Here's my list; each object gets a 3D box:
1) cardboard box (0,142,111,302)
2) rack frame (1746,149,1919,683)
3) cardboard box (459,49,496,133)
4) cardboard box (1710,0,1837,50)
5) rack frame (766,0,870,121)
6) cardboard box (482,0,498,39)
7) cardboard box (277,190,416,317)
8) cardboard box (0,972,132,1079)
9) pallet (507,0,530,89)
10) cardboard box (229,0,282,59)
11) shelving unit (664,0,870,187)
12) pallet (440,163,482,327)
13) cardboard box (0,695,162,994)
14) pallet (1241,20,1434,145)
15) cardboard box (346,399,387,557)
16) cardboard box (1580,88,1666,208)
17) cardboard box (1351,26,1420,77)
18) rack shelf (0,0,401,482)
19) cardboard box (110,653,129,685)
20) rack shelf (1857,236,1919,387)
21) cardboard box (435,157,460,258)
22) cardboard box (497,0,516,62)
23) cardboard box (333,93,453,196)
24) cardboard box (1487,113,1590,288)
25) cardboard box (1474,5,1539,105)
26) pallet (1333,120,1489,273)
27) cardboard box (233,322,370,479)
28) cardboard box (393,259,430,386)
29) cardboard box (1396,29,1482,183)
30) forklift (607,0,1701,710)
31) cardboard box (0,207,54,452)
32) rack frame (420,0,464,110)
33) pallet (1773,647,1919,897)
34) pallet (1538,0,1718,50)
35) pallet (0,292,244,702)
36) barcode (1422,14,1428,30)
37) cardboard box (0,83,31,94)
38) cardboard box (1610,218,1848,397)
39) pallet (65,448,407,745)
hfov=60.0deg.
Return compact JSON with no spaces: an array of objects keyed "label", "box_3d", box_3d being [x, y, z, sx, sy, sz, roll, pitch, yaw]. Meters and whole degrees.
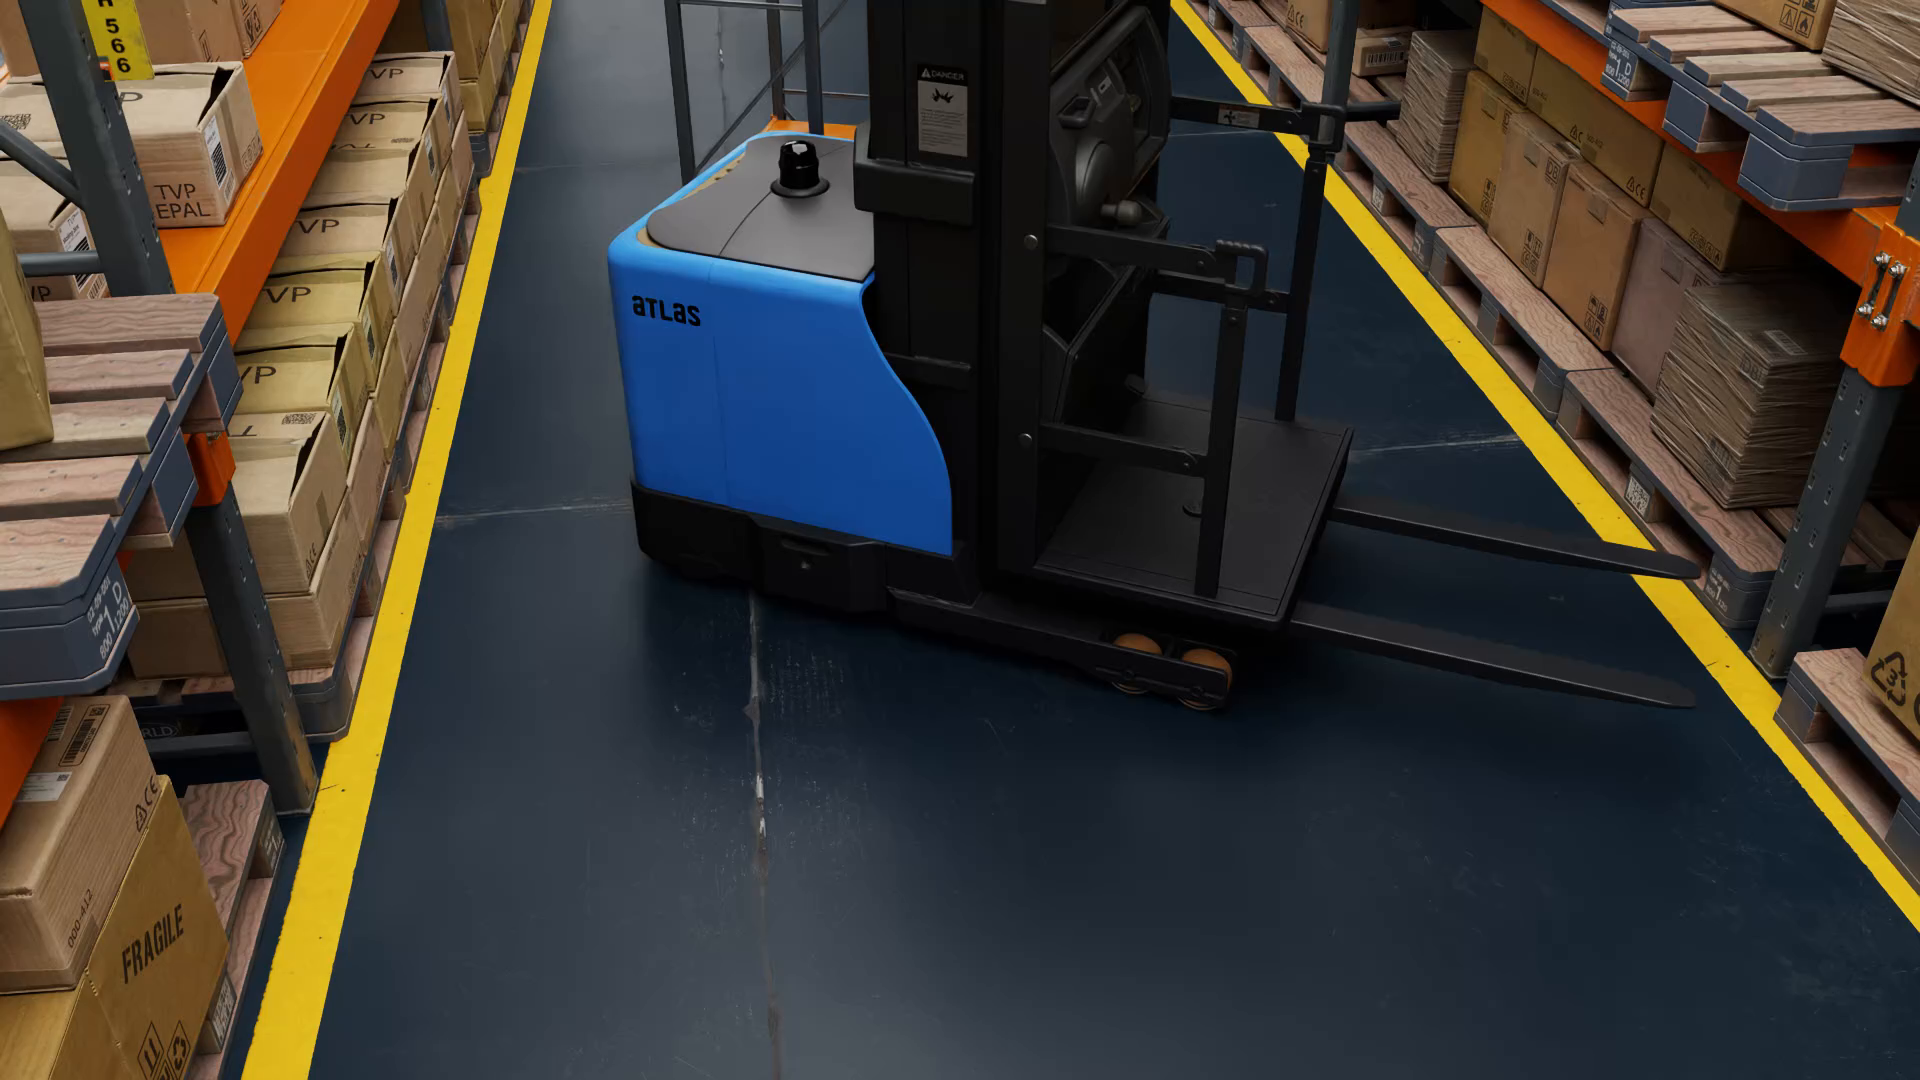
[{"label":"cardboard box","box_3d":[-2.156,-0.705,3.699,0.500,0.311,0.500,-2,34,-3]},{"label":"rack frame","box_3d":[2.758,-0.912,3.925,1.000,3.000,0.127,-4,35,-6]},{"label":"cardboard box","box_3d":[-2.451,-2.086,7.717,0.500,0.250,0.500,-4,35,-6]},{"label":"cardboard box","box_3d":[2.582,-1.707,4.612,0.700,0.500,0.500,-8,35,-11]},{"label":"rack frame","box_3d":[-0.485,-1.720,6.442,0.500,1.500,0.032,7,35,10]},{"label":"cardboard box","box_3d":[-2.516,-2.675,7.915,0.500,0.500,0.500,-4,35,-6]},{"label":"cardboard box","box_3d":[-2.145,-0.983,5.599,0.500,0.311,0.500,-5,35,-7]},{"label":"cardboard box","box_3d":[-1.723,1.109,2.788,0.500,0.500,0.500,-6,35,-8]},{"label":"pallet","box_3d":[-2.921,-2.744,9.089,1.003,0.211,1.213,-4,35,-6]},{"label":"cardboard box","box_3d":[-2.463,-1.805,5.147,0.500,0.500,0.500,-4,35,-6]},{"label":"shelving unit","box_3d":[-0.591,-1.435,6.023,0.587,1.500,1.083,7,35,10]},{"label":"pallet","box_3d":[-2.551,-1.207,6.833,1.003,0.211,1.213,-4,35,-6]},{"label":"cardboard box","box_3d":[-1.780,0.541,2.955,0.500,0.250,0.500,-3,34,-5]},{"label":"pallet","box_3d":[2.094,-2.364,8.532,1.003,0.211,1.213,-4,35,-6]},{"label":"cardboard box","box_3d":[-1.999,-0.167,4.901,0.500,0.250,0.500,-5,35,-8]},{"label":"cardboard box","box_3d":[2.520,-1.378,5.772,0.500,0.250,0.500,-5,35,-7]},{"label":"cardboard box","box_3d":[2.118,-2.452,8.309,0.380,0.166,0.250,-9,35,-13]},{"label":"rack shelf","box_3d":[-2.420,-1.354,5.212,1.077,0.370,4.000,-4,35,-6]},{"label":"cardboard box","box_3d":[-2.463,0.152,4.431,0.500,0.250,0.500,-4,34,-5]},{"label":"rack shelf","box_3d":[3.027,0.501,2.490,1.077,0.370,4.000,-4,35,-6]},{"label":"cardboard box","box_3d":[-2.279,-1.313,6.581,0.500,0.250,0.500,-5,35,-7]},{"label":"cardboard box","box_3d":[-2.575,-2.645,8.537,0.500,0.250,0.500,-4,35,-6]},{"label":"cardboard box","box_3d":[-2.274,-1.542,6.420,0.500,0.311,0.500,-3,34,-5]},{"label":"cardboard box","box_3d":[2.483,-1.312,6.340,0.700,0.500,0.500,-4,34,-6]},{"label":"cardboard box","box_3d":[2.398,-1.948,6.608,0.500,0.250,0.500,-5,35,-7]},{"label":"pallet","box_3d":[2.326,-1.558,7.349,1.003,0.211,1.213,-4,35,-6]},{"label":"cardboard box","box_3d":[-2.009,-0.411,4.761,0.500,0.311,0.500,-5,35,-8]},{"label":"cardboard box","box_3d":[-2.143,-0.743,5.746,0.500,0.250,0.500,-4,34,-5]},{"label":"cardboard box","box_3d":[2.335,-1.884,7.180,0.700,0.500,0.500,-3,34,-5]},{"label":"forklift","box_3d":[0.581,-1.084,4.238,3.031,2.935,1.130,12,36,17]},{"label":"cardboard box","box_3d":[-1.954,-0.407,2.722,0.700,0.500,0.500,-16,37,-22]},{"label":"rack frame","box_3d":[-2.689,-2.767,6.647,1.000,3.000,0.127,-4,35,-6]},{"label":"pallet","box_3d":[2.789,0.686,4.057,1.003,0.211,1.213,-4,35,-6]},{"label":"pallet","box_3d":[2.451,-1.935,5.596,1.003,0.211,1.213,-4,35,-6]},{"label":"pallet","box_3d":[-1.990,-0.083,2.878,1.213,0.211,1.003,-4,35,-6]},{"label":"barcode","box_3d":[2.403,-2.675,8.589,0.001,0.075,0.075,-4,35,-6]},{"label":"cardboard box","box_3d":[-2.378,-1.139,4.480,0.380,0.149,0.250,-2,34,-3]},{"label":"cardboard box","box_3d":[2.655,-0.755,5.524,0.700,0.500,0.500,-4,35,-6]},{"label":"pallet","box_3d":[-2.223,0.155,4.835,1.003,0.211,1.213,-4,35,-6]}]
